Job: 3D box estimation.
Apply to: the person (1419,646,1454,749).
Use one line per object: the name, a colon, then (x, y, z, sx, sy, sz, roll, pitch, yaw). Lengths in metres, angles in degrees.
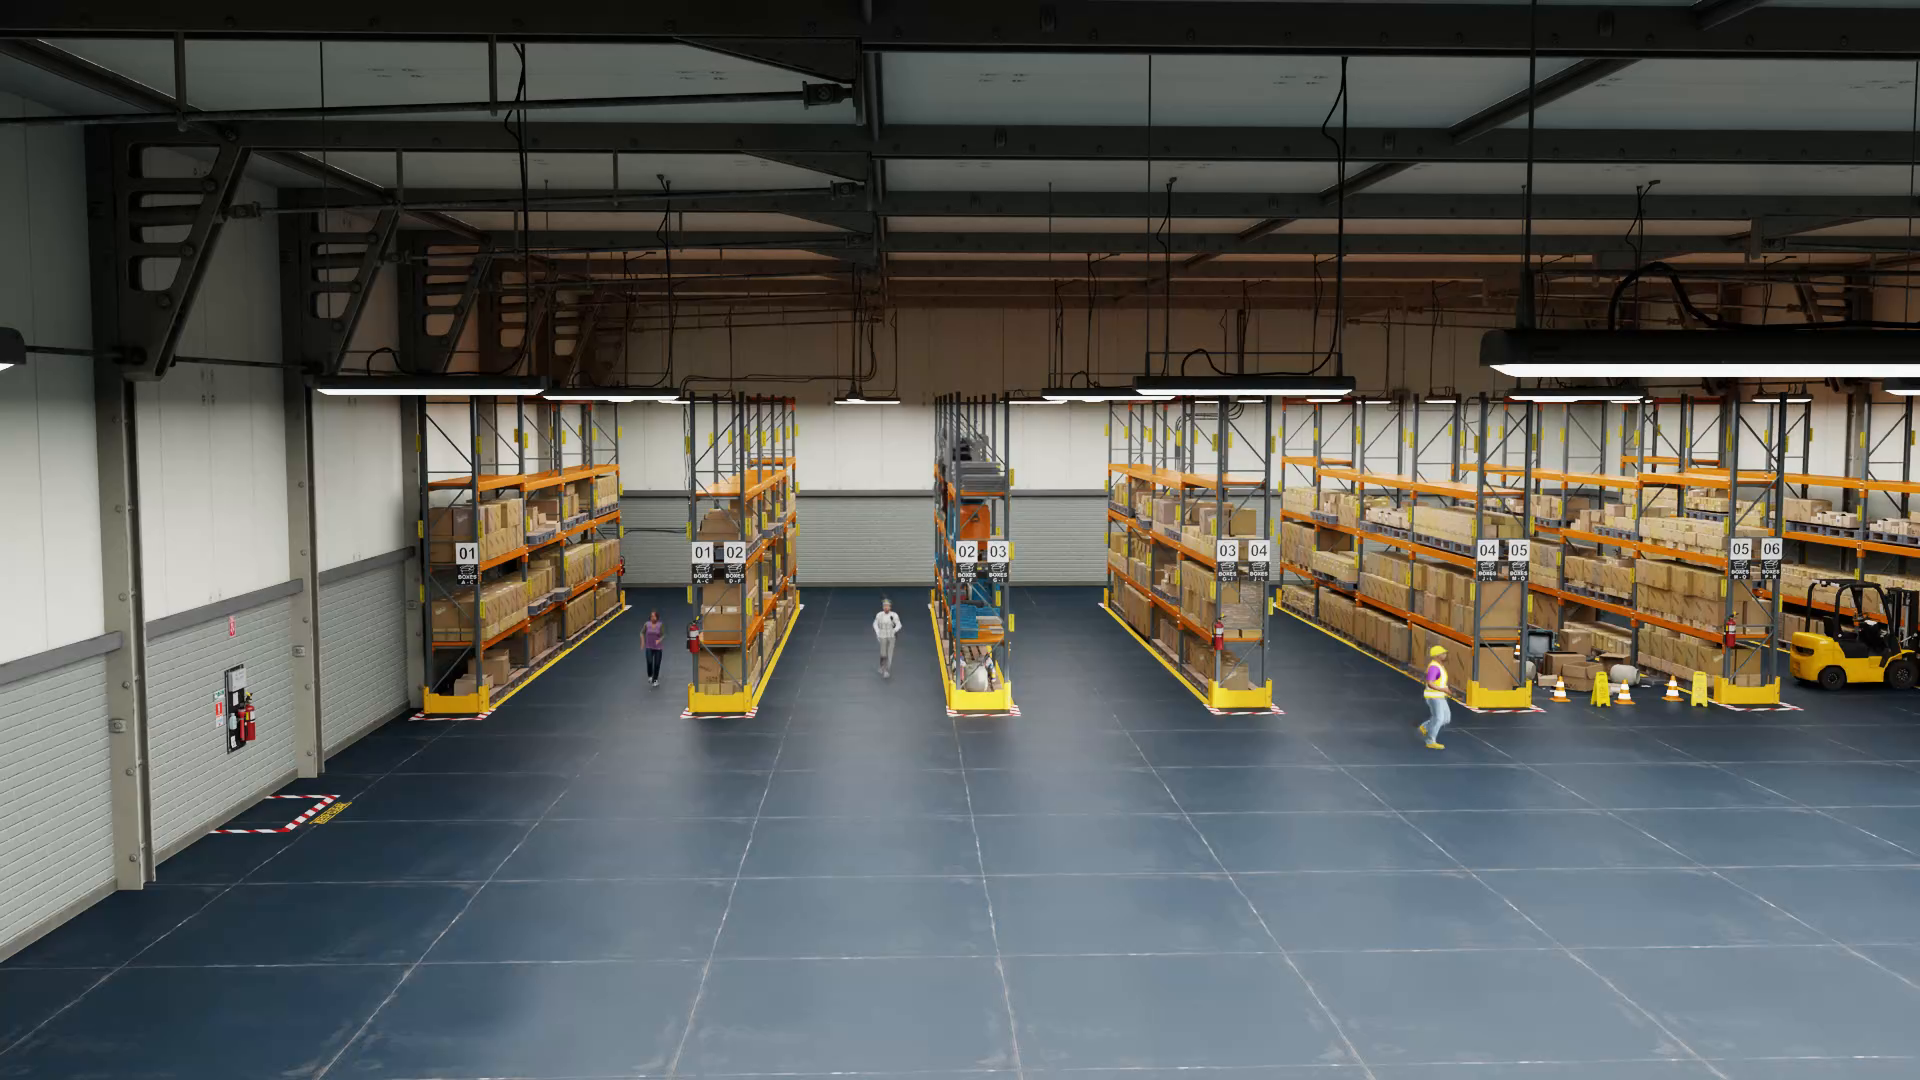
person: (7.980, 2.632, 27.840, 0.612, 1.732, 0.683, 2, 5, 27)

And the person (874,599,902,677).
person: (-1.531, 2.078, 35.144, 0.599, 1.666, 0.543, 0, 5, -1)

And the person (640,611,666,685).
person: (-6.248, 2.224, 33.871, 0.508, 1.540, 0.690, -1, 5, -11)
